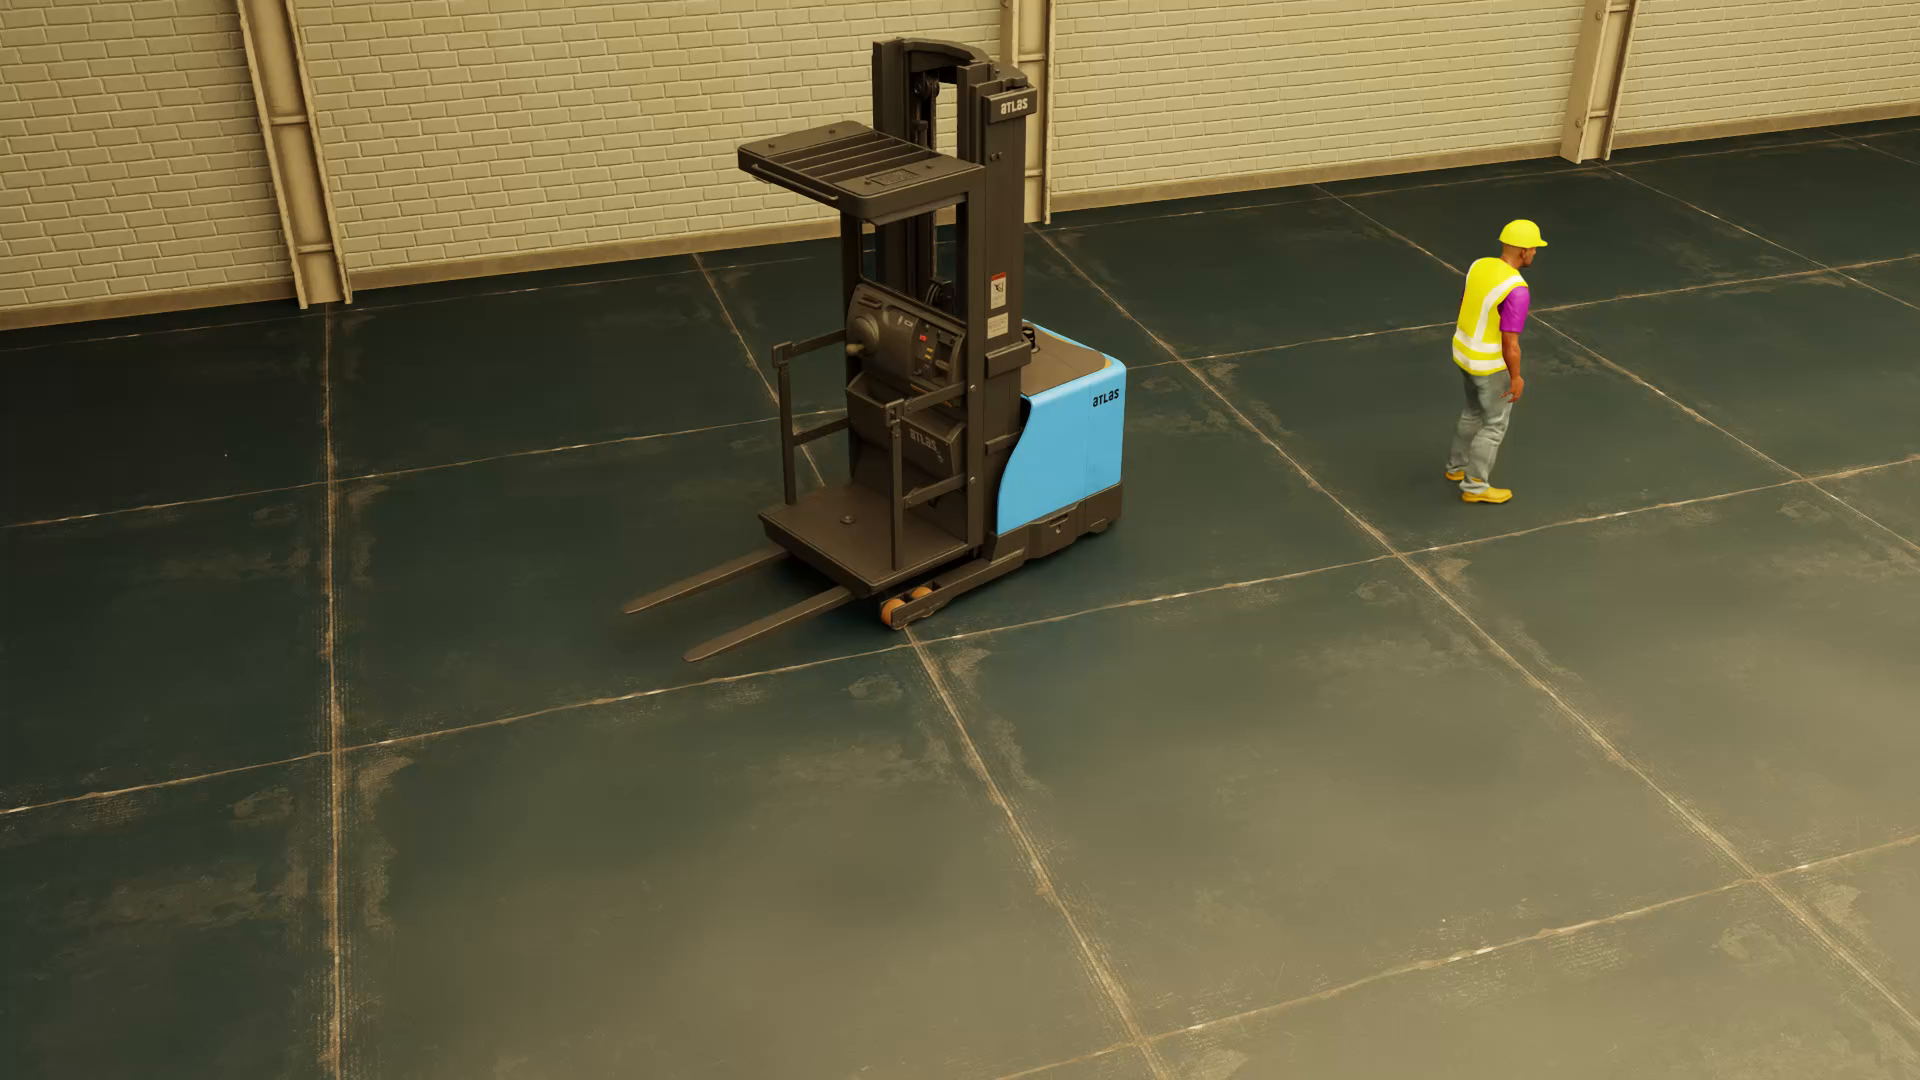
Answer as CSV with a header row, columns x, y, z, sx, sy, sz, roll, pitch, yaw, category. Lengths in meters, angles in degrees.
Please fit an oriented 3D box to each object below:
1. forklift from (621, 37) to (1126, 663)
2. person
x,y,z,sx,sy,sz,roll,pitch,yaw,category
-0.461,-1.072,8.951,3.031,2.935,1.130,-23,37,-34,forklift
3.257,-1.101,10.180,0.451,1.759,0.630,-6,30,-10,person
